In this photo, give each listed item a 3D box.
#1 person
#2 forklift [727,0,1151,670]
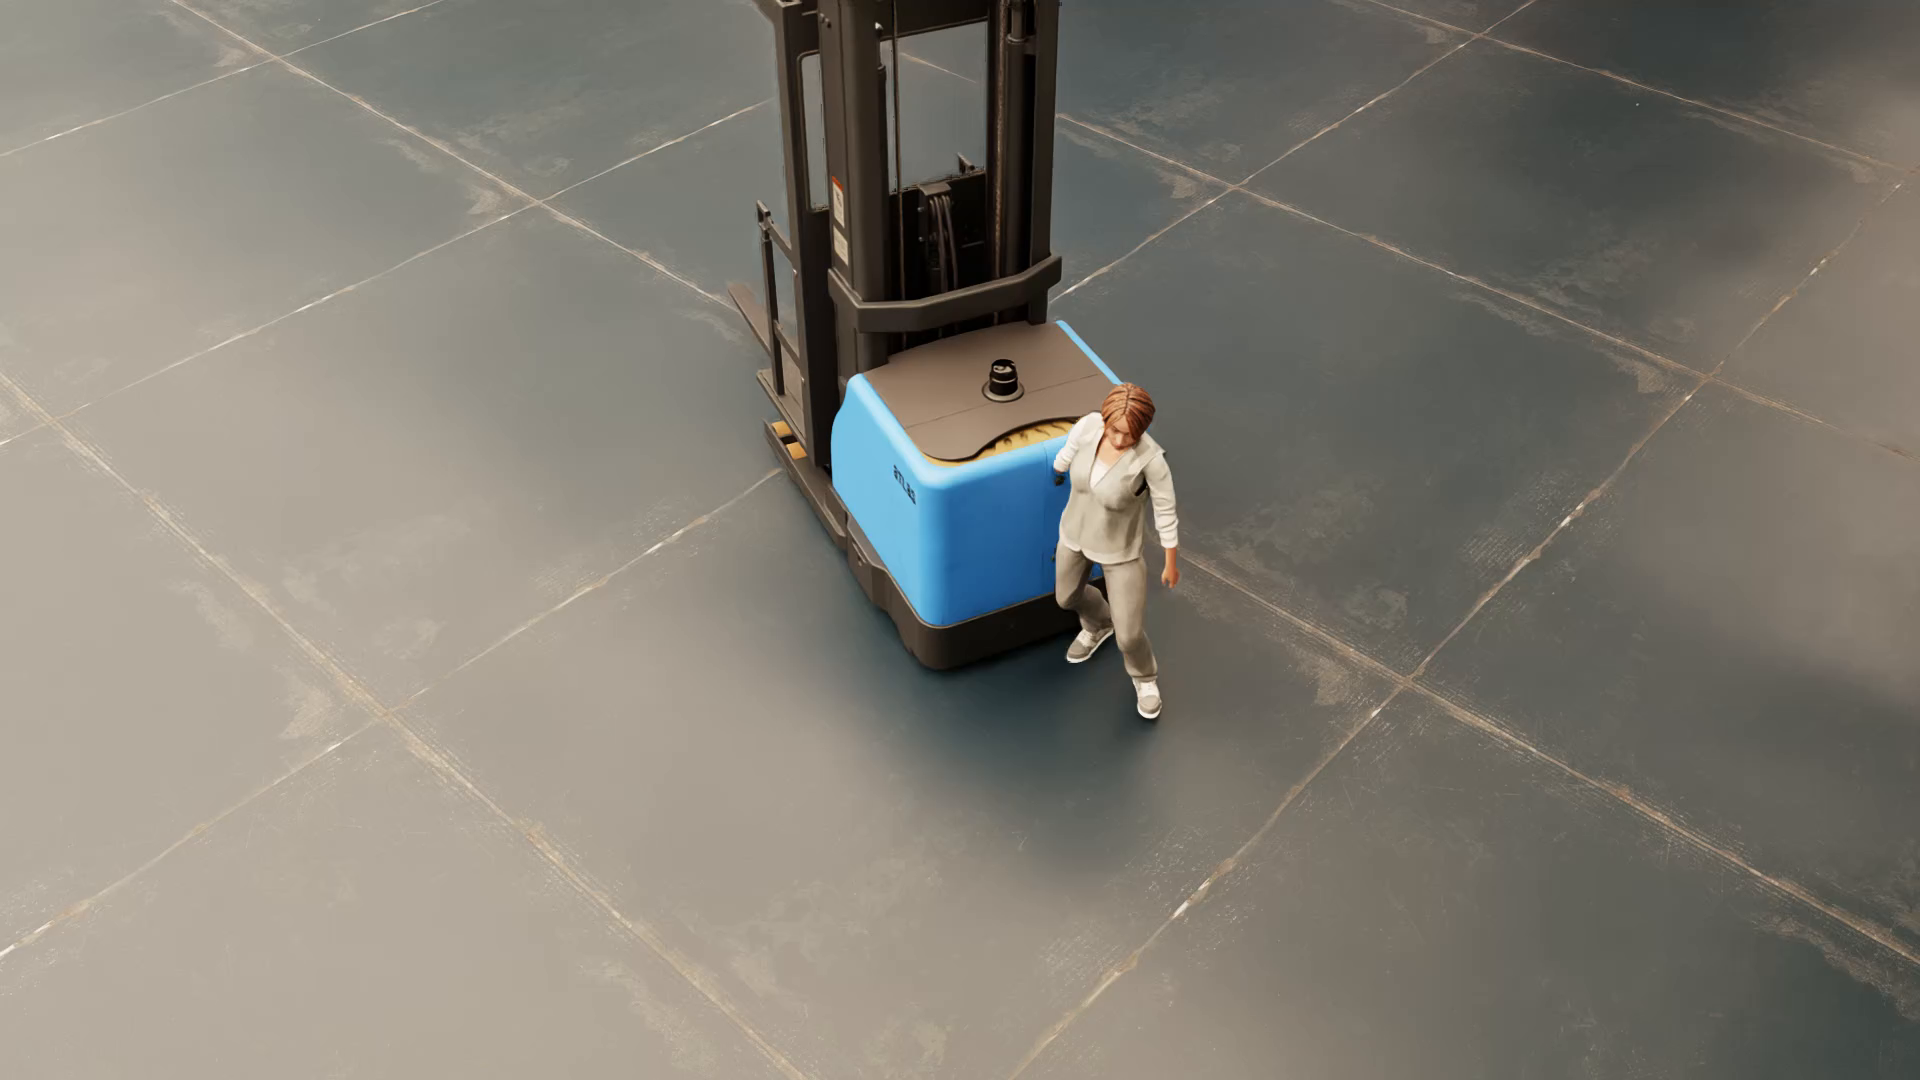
[{"bbox_3d":[0.591,-0.034,6.527,0.730,1.558,0.434,30,49,30],"label":"person"},{"bbox_3d":[-0.303,-1.531,7.212,1.130,2.935,3.031,-17,43,-19],"label":"forklift"}]
